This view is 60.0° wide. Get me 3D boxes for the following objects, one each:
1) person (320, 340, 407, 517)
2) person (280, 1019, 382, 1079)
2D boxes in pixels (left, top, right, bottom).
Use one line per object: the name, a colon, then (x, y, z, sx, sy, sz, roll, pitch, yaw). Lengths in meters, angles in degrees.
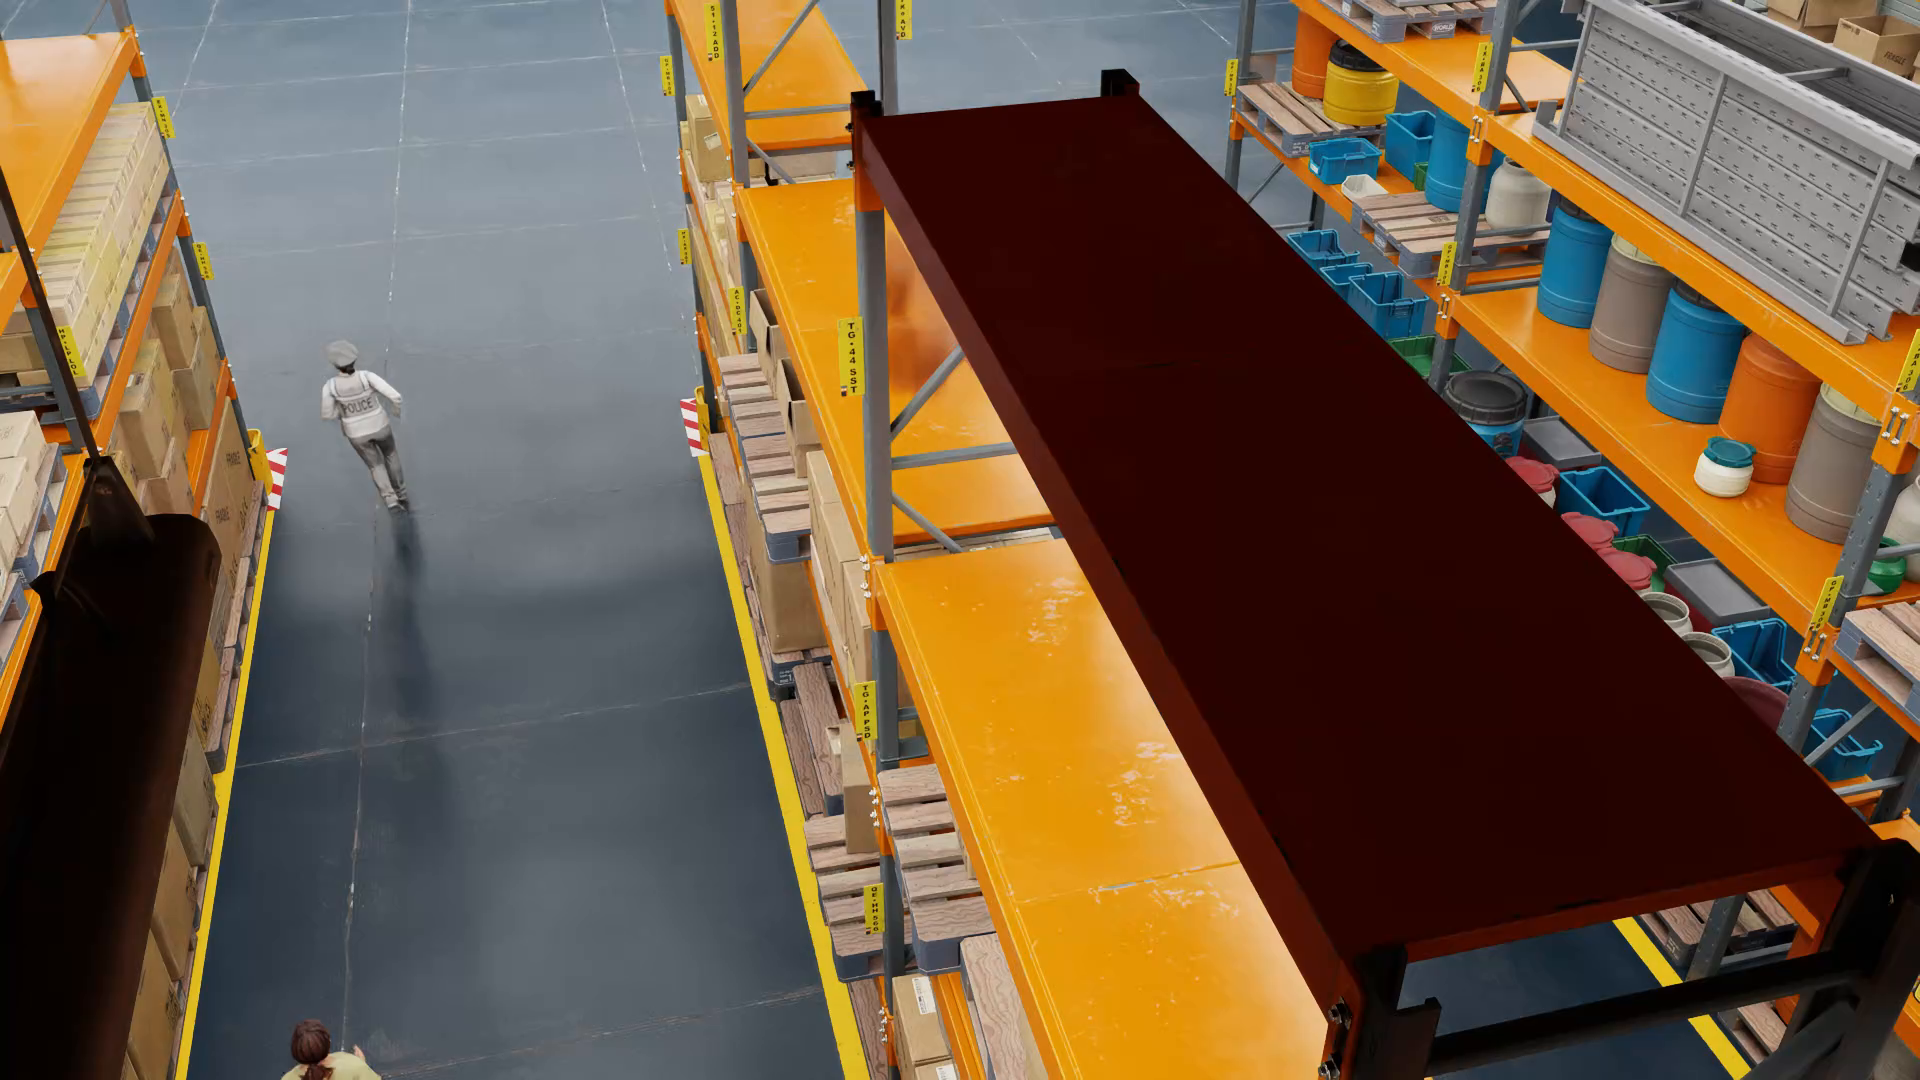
person: (-4.976, -0.887, 13.963, 0.657, 1.686, 0.771, -14, 37, -19)
person: (-3.129, 2.921, 8.367, 0.570, 1.627, 0.526, -9, 35, -13)
